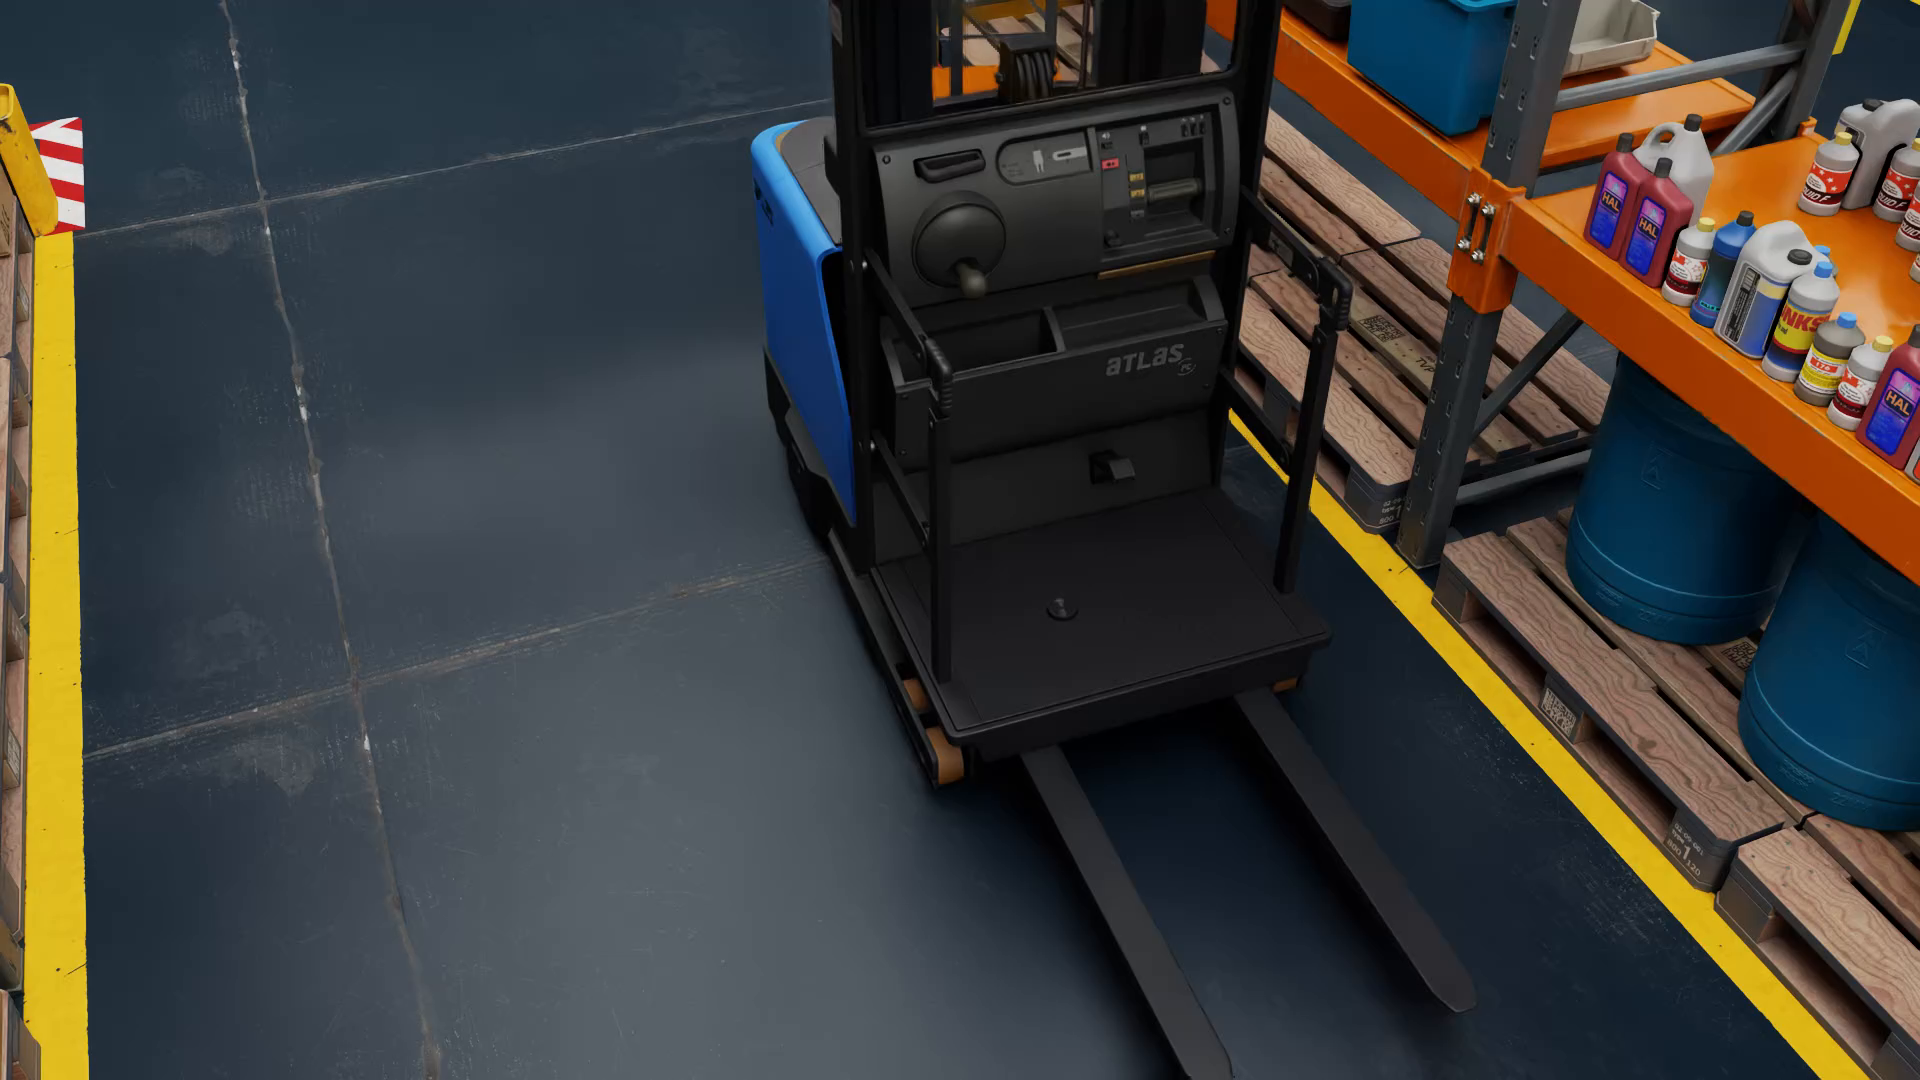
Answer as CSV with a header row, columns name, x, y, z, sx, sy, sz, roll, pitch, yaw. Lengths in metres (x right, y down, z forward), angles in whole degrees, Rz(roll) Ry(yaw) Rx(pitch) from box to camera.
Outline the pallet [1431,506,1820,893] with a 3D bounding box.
name,x,y,z,sx,sy,sz,roll,pitch,yaw
pallet,2.103,0.334,4.700,1.003,0.211,1.213,-15,43,-17

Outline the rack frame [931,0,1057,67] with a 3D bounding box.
name,x,y,z,sx,sy,sz,roll,pitch,yaw
rack frame,0.116,-1.920,6.332,0.500,1.500,0.032,-4,41,-4

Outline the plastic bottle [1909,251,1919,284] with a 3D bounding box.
name,x,y,z,sx,sy,sz,roll,pitch,yaw
plastic bottle,2.327,-0.704,3.921,0.097,0.201,0.097,0,41,0

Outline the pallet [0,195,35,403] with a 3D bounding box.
name,x,y,z,sx,sy,sz,roll,pitch,yaw
pallet,-3.927,-0.792,6.009,1.003,0.211,1.213,-15,43,-17

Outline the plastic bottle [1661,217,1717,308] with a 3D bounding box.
name,x,y,z,sx,sy,sz,roll,pitch,yaw
plastic bottle,1.704,-0.651,3.859,0.097,0.201,0.097,0,41,0

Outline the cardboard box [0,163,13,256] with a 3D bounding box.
name,x,y,z,sx,sy,sz,roll,pitch,yaw
cardboard box,-3.826,-1.328,6.073,0.500,0.500,0.500,-15,43,-17

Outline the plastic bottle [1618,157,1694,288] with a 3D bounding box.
name,x,y,z,sx,sy,sz,roll,pitch,yaw
plastic bottle,1.643,-0.747,3.908,0.061,0.283,0.133,-15,43,-17

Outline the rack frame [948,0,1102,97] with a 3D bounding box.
name,x,y,z,sx,sy,sz,roll,pitch,yaw
rack frame,0.212,-1.260,5.564,0.500,1.500,0.032,-4,41,-4

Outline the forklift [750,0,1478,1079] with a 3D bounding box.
name,x,y,z,sx,sy,sz,roll,pitch,yaw
forklift,0.326,-0.759,3.885,1.130,2.935,3.031,-13,42,-15

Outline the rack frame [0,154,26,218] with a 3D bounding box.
name,x,y,z,sx,sy,sz,roll,pitch,yaw
rack frame,-4.262,-2.375,5.711,1.000,3.000,0.127,-15,43,-17

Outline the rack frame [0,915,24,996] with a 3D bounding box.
name,x,y,z,sx,sy,sz,roll,pitch,yaw
rack frame,-2.732,0.035,2.909,1.000,3.000,0.127,-15,43,-17

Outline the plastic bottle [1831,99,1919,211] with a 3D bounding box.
name,x,y,z,sx,sy,sz,roll,pitch,yaw
plastic bottle,2.296,-0.995,4.202,0.152,0.276,0.135,-15,43,-17

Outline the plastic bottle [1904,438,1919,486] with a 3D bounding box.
name,x,y,z,sx,sy,sz,roll,pitch,yaw
plastic bottle,2.026,-0.220,3.301,0.152,0.276,0.135,-15,43,-17

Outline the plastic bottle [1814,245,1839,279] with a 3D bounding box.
name,x,y,z,sx,sy,sz,roll,pitch,yaw
plastic bottle,1.919,-0.572,3.767,0.097,0.201,0.097,0,41,0

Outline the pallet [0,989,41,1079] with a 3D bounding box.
name,x,y,z,sx,sy,sz,roll,pitch,yaw
pallet,-2.385,1.572,3.260,1.003,0.211,1.213,-15,43,-17

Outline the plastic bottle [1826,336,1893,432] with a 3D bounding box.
name,x,y,z,sx,sy,sz,roll,pitch,yaw
plastic bottle,1.905,-0.335,3.492,0.097,0.201,0.097,0,41,0

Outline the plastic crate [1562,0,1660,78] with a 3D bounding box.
name,x,y,z,sx,sy,sz,roll,pitch,yaw
plastic crate,1.800,-1.438,4.778,0.396,0.136,0.243,-15,43,-17

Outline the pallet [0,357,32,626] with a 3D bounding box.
name,x,y,z,sx,sy,sz,roll,pitch,yaw
pallet,-3.464,-0.058,5.156,1.003,0.211,1.213,-15,43,-17

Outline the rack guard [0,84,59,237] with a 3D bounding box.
name,x,y,z,sx,sy,sz,roll,pitch,yaw
rack guard,-4.233,-1.382,6.473,1.175,0.500,0.348,-15,43,-17

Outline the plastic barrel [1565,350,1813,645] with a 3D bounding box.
name,x,y,z,sx,sy,sz,roll,pitch,yaw
plastic barrel,2.039,-0.231,4.505,0.600,0.901,0.708,-15,43,-17

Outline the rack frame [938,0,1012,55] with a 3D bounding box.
name,x,y,z,sx,sy,sz,roll,pitch,yaw
rack frame,0.316,-3.609,7.146,1.000,3.000,0.127,-15,43,-17

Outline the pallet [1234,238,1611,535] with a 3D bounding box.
name,x,y,z,sx,sy,sz,roll,pitch,yaw
pallet,1.529,-0.575,5.757,1.003,0.211,1.213,-15,43,-17

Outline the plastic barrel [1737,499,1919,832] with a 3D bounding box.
name,x,y,z,sx,sy,sz,roll,pitch,yaw
plastic barrel,2.310,0.196,4.009,0.600,0.901,0.708,-15,43,-17

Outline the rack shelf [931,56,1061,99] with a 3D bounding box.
name,x,y,z,sx,sy,sz,roll,pitch,yaw
rack shelf,0.164,-1.453,6.065,0.538,0.185,1.000,-4,41,-4

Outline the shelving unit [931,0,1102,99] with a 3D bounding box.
name,x,y,z,sx,sy,sz,roll,pitch,yaw
shelving unit,0.163,-1.596,5.955,0.587,1.500,1.083,-4,41,-4

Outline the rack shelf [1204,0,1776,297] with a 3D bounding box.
name,x,y,z,sx,sy,sz,roll,pitch,yaw
rack shelf,1.081,-2.131,5.979,1.077,0.370,4.000,-15,43,-17

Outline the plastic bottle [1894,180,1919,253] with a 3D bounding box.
name,x,y,z,sx,sy,sz,roll,pitch,yaw
plastic bottle,2.360,-0.808,4.042,0.097,0.201,0.097,0,41,0

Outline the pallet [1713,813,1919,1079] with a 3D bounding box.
name,x,y,z,sx,sy,sz,roll,pitch,yaw
pallet,2.574,1.070,3.844,1.003,0.211,1.213,-15,43,-17

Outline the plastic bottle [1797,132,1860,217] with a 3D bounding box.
name,x,y,z,sx,sy,sz,roll,pitch,yaw
plastic bottle,2.188,-0.925,4.177,0.097,0.201,0.097,0,41,0

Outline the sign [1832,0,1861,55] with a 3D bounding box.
name,x,y,z,sx,sy,sz,roll,pitch,yaw
sign,2.355,-1.440,4.412,0.100,0.325,0.005,-15,43,-17

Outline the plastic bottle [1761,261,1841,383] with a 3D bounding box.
name,x,y,z,sx,sy,sz,roll,pitch,yaw
plastic bottle,1.830,-0.479,3.605,0.097,0.271,0.097,0,41,0

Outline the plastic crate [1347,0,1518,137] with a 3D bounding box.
name,x,y,z,sx,sy,sz,roll,pitch,yaw
plastic crate,1.352,-1.412,4.557,0.392,0.384,0.575,-15,43,-17

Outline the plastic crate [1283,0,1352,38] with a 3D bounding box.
name,x,y,z,sx,sy,sz,roll,pitch,yaw
plastic crate,1.170,-1.725,5.120,0.437,0.125,0.590,-15,43,-17

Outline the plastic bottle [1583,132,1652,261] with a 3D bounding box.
name,x,y,z,sx,sy,sz,roll,pitch,yaw
plastic bottle,1.592,-0.827,4.001,0.061,0.283,0.133,-15,43,-17

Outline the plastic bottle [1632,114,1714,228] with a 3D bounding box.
name,x,y,z,sx,sy,sz,roll,pitch,yaw
plastic bottle,1.697,-0.863,3.991,0.144,0.351,0.185,-15,43,-17

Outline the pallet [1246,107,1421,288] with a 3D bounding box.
name,x,y,z,sx,sy,sz,roll,pitch,yaw
pallet,1.058,-1.311,6.613,1.003,0.211,1.213,-15,43,-17

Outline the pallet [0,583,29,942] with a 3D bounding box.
name,x,y,z,sx,sy,sz,roll,pitch,yaw
pallet,-2.994,0.678,4.300,1.003,0.211,1.213,-15,43,-17

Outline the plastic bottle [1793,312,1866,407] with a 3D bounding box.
name,x,y,z,sx,sy,sz,roll,pitch,yaw
plastic bottle,1.868,-0.394,3.560,0.097,0.201,0.097,0,41,0

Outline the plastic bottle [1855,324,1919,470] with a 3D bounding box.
name,x,y,z,sx,sy,sz,roll,pitch,yaw
plastic bottle,1.932,-0.292,3.379,0.061,0.283,0.133,-15,43,-17

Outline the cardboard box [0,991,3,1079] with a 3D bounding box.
name,x,y,z,sx,sy,sz,roll,pitch,yaw
cardboard box,-2.278,1.041,3.318,0.500,0.500,0.500,-15,43,-17

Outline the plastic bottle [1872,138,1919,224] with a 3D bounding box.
name,x,y,z,sx,sy,sz,roll,pitch,yaw
plastic bottle,2.365,-0.904,4.153,0.097,0.201,0.097,0,41,0

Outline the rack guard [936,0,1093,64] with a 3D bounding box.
name,x,y,z,sx,sy,sz,roll,pitch,yaw
rack guard,0.295,-2.672,7.974,1.175,0.500,0.348,-15,43,-17

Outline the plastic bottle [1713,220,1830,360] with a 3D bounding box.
name,x,y,z,sx,sy,sz,roll,pitch,yaw
plastic bottle,1.811,-0.558,3.693,0.152,0.276,0.135,-15,43,-17

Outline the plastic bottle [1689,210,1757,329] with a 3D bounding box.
name,x,y,z,sx,sy,sz,roll,pitch,yaw
plastic bottle,1.742,-0.619,3.768,0.097,0.271,0.097,0,41,0

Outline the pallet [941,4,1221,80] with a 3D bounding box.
name,x,y,z,sx,sy,sz,roll,pitch,yaw
pallet,0.595,-2.045,7.466,1.003,0.211,1.213,-15,43,-17

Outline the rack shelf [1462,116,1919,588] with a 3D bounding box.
name,x,y,z,sx,sy,sz,roll,pitch,yaw
rack shelf,2.611,0.279,3.177,1.077,0.370,4.000,-15,43,-17

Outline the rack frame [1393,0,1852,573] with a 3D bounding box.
name,x,y,z,sx,sy,sz,roll,pitch,yaw
rack frame,1.846,-1.199,4.344,1.000,3.000,0.127,-15,43,-17
